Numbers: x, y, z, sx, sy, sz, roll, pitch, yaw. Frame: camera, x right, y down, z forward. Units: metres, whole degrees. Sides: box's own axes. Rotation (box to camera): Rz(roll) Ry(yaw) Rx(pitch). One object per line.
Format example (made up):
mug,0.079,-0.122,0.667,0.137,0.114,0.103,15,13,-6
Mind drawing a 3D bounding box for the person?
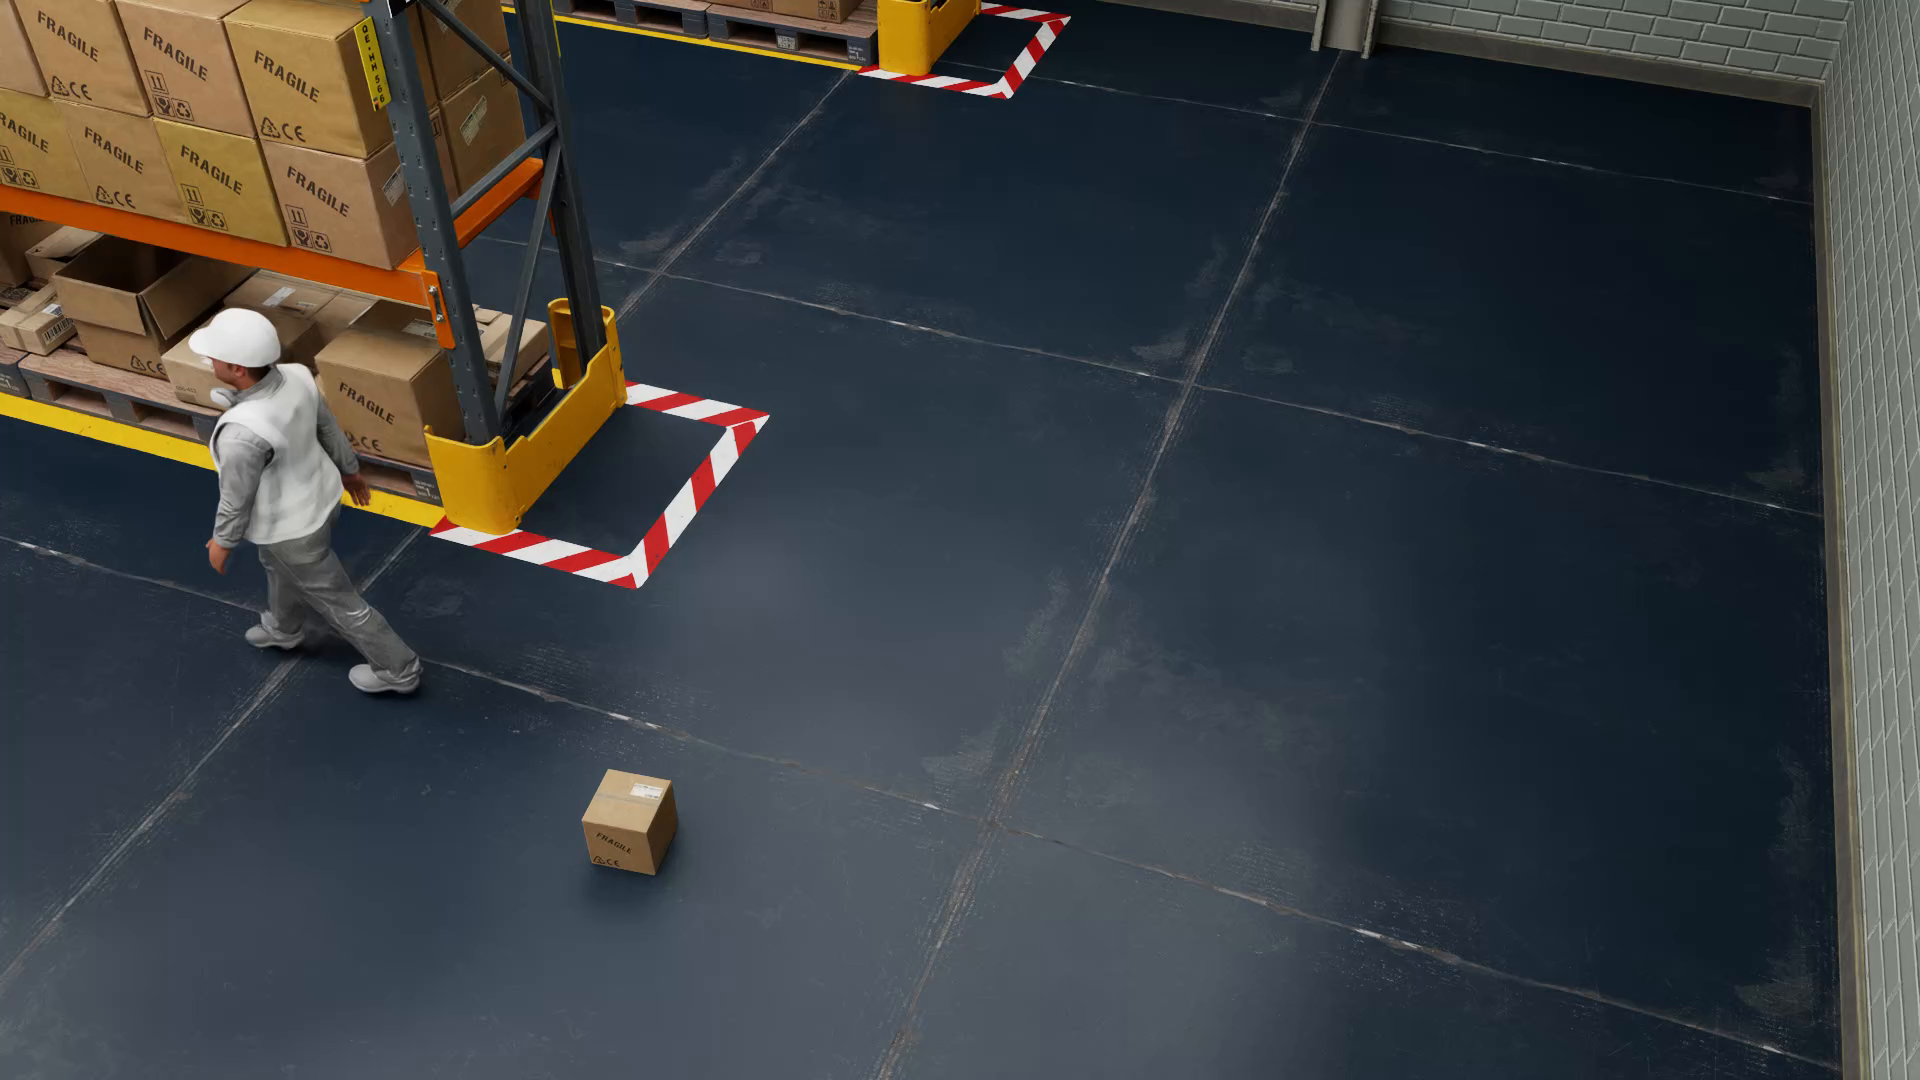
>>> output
person,-2.588,-0.110,6.262,0.865,1.774,0.580,3,41,4
